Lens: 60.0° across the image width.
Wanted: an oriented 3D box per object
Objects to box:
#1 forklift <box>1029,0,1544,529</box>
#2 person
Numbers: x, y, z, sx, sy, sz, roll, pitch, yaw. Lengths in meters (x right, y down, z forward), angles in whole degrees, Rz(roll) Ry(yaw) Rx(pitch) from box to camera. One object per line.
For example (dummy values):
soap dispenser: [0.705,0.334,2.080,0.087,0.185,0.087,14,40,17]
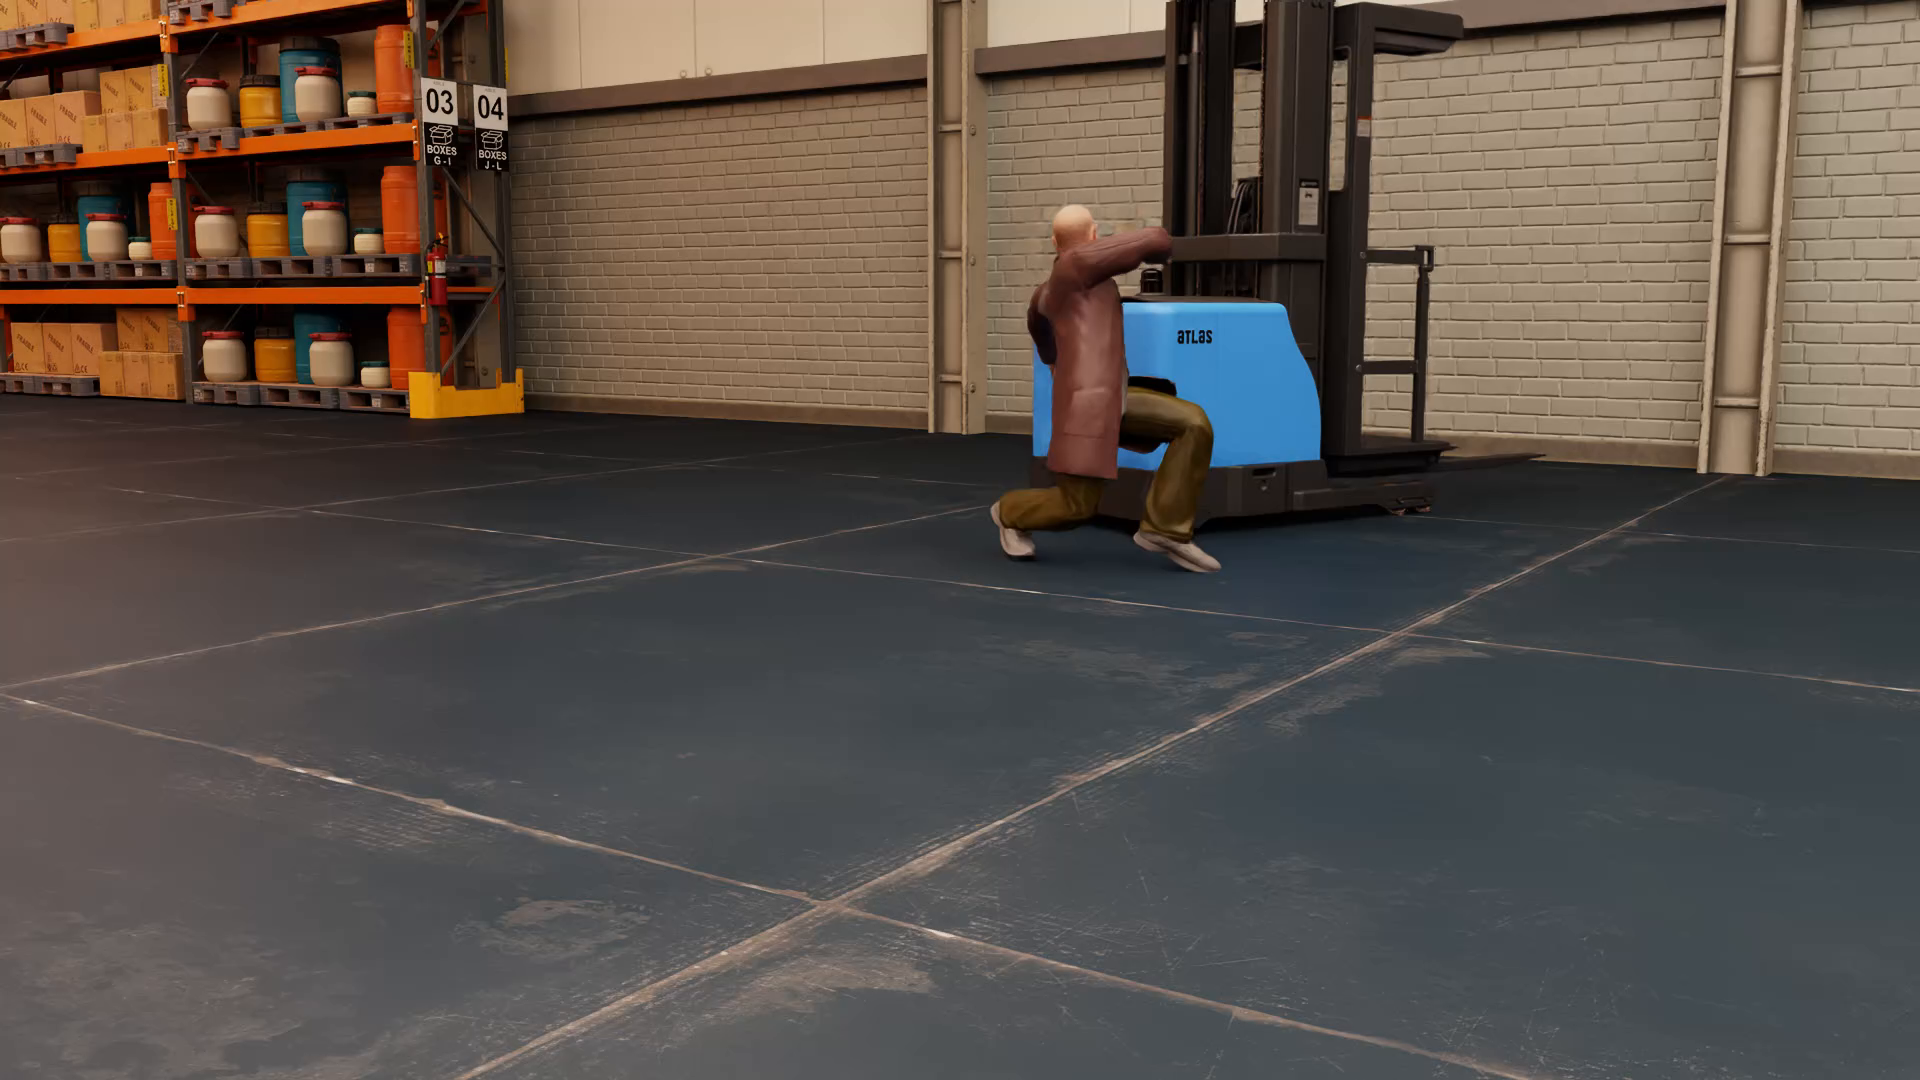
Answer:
forklift: [1.861,-1.633,8.675,3.031,2.935,1.130,-5,10,-33]
person: [0.643,-0.647,6.966,1.055,1.477,0.957,3,9,23]
